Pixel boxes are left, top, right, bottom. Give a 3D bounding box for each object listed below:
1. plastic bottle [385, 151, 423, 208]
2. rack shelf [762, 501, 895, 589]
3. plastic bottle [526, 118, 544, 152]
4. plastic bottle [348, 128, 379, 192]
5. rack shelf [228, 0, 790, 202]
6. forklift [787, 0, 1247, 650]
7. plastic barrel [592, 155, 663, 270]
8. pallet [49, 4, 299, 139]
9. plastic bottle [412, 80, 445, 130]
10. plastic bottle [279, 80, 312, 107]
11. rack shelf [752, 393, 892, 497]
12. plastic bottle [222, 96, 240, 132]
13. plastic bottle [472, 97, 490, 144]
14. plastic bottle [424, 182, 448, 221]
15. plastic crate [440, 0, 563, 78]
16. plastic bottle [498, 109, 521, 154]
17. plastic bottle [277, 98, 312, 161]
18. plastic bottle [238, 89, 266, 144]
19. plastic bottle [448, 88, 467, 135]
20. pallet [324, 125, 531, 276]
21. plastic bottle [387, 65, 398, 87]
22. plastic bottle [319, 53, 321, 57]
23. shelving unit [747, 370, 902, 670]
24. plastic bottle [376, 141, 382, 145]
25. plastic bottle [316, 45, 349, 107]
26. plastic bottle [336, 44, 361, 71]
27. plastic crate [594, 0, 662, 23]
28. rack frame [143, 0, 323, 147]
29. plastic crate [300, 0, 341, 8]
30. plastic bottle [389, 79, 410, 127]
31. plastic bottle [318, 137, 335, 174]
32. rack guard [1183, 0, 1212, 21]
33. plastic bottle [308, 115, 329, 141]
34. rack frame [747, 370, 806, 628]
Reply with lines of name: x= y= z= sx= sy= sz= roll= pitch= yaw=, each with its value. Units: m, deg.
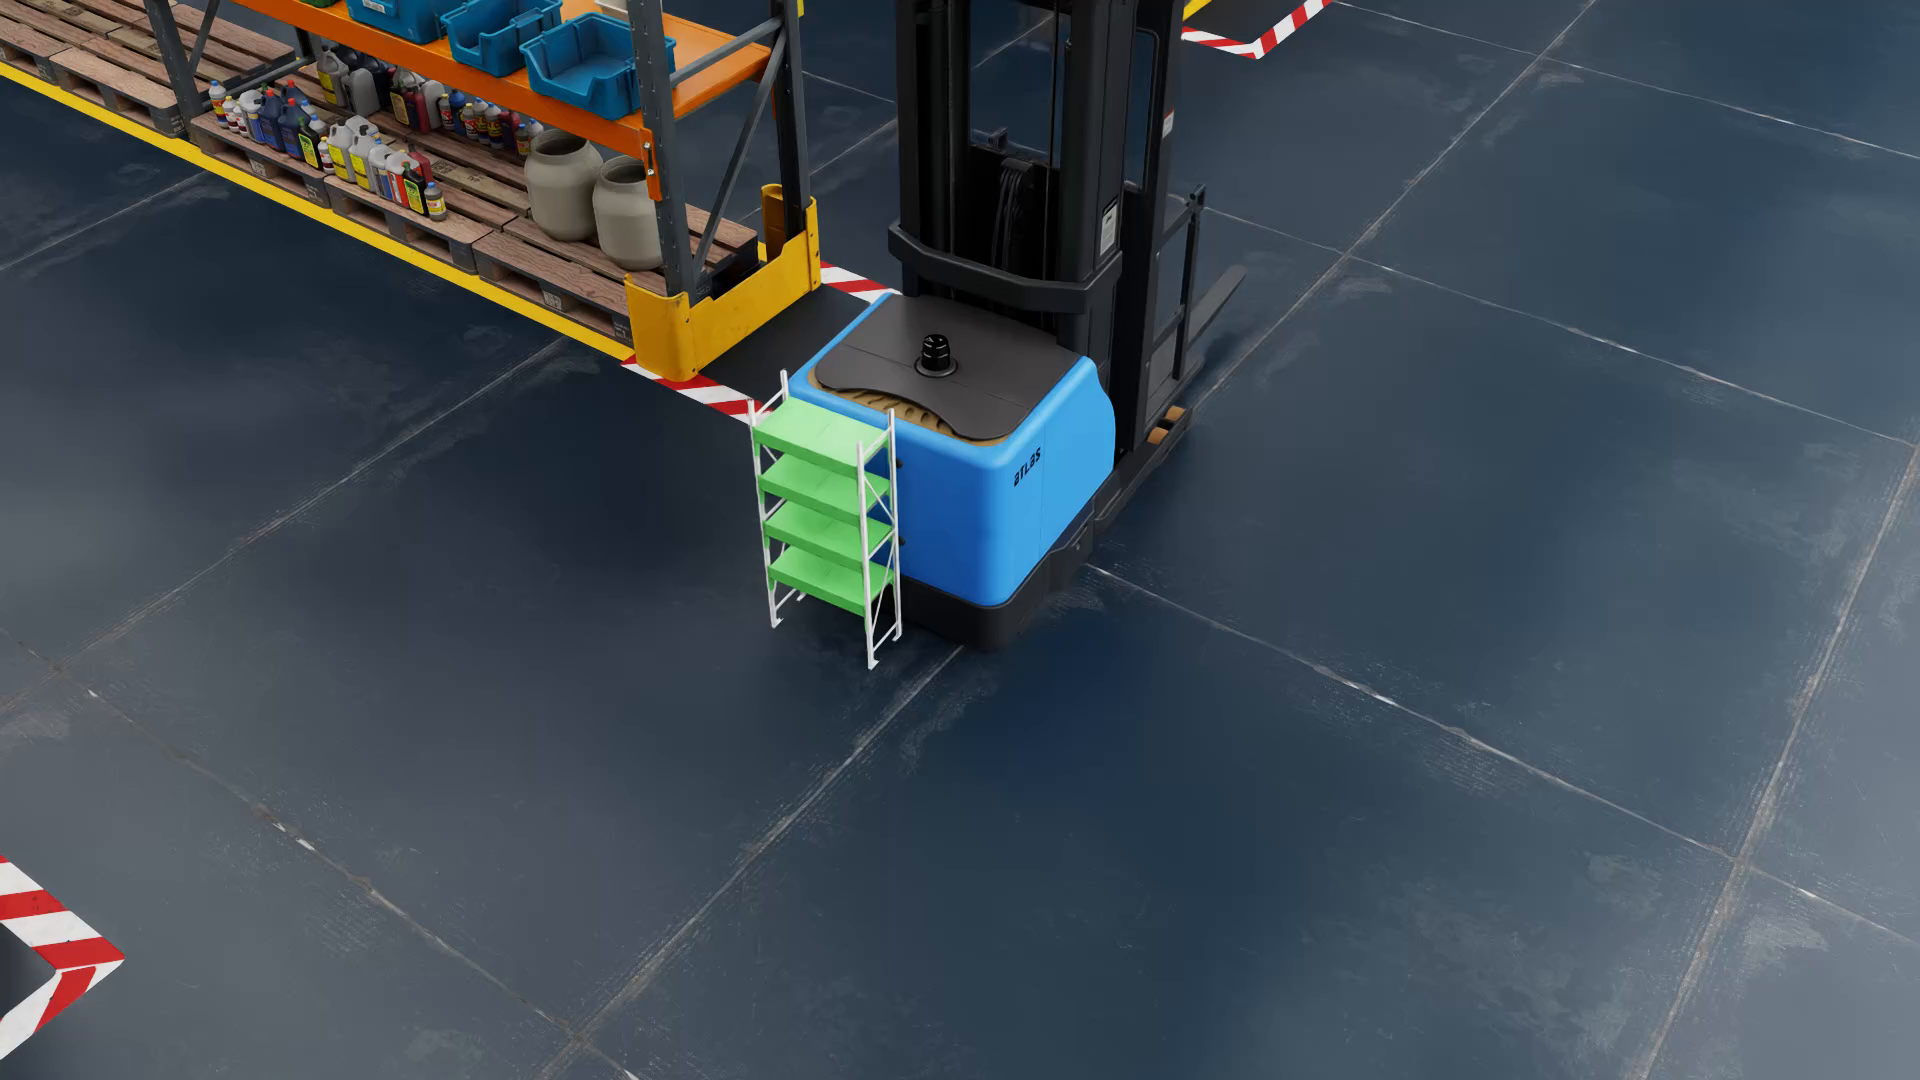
plastic bottle: x=-3.063 y=-1.999 z=9.196 sx=0.135 sy=0.276 sz=0.152 roll=25 pitch=48 yaw=26
rack shelf: x=-0.526 y=-0.013 z=6.708 sx=0.480 sy=0.148 sz=0.258 roll=21 pitch=46 yaw=22
plastic bottle: x=-2.423 y=-2.287 z=9.521 sx=0.097 sy=0.271 sz=0.097 roll=0 pitch=42 yaw=0
plastic bottle: x=-3.315 y=-2.142 z=9.299 sx=0.185 sy=0.351 sz=0.144 roll=27 pitch=48 yaw=27
rack shelf: x=-2.755 y=-2.773 z=8.887 sx=4.000 sy=0.370 sz=1.077 roll=25 pitch=48 yaw=25
forklift: x=0.465 y=-1.604 z=7.093 sx=1.130 sy=2.935 sz=3.031 roll=21 pitch=46 yaw=22
plastic barrel: x=-1.700 y=-1.715 z=8.716 sx=0.421 sy=0.512 sz=0.421 roll=0 pitch=42 yaw=0
pallet: x=-5.057 y=-3.047 z=10.745 sx=1.213 sy=0.211 sz=1.003 roll=25 pitch=48 yaw=25
plastic bottle: x=-3.147 y=-2.605 z=9.873 sx=0.135 sy=0.276 sz=0.152 roll=26 pitch=48 yaw=26
plastic bottle: x=-3.887 y=-2.527 z=9.729 sx=0.185 sy=0.351 sz=0.144 roll=25 pitch=48 yaw=25
rack shelf: x=-0.526 y=-0.369 z=6.387 sx=0.480 sy=0.148 sz=0.258 roll=21 pitch=46 yaw=22
plastic bottle: x=-4.300 y=-2.528 z=9.842 sx=0.097 sy=0.201 sz=0.097 roll=0 pitch=42 yaw=0
plastic bottle: x=-2.785 y=-2.456 z=9.710 sx=0.097 sy=0.271 sz=0.097 roll=0 pitch=42 yaw=0
plastic bottle: x=-2.873 y=-1.860 z=9.096 sx=0.097 sy=0.201 sz=0.097 roll=0 pitch=42 yaw=0
plastic crate: x=-2.227 y=-2.500 z=8.154 sx=0.408 sy=0.251 sz=0.499 roll=25 pitch=48 yaw=25
plastic bottle: x=-2.598 y=-2.388 z=9.625 sx=0.133 sy=0.283 sz=0.061 roll=26 pitch=48 yaw=26
plastic bottle: x=-3.815 y=-2.376 z=9.560 sx=0.185 sy=0.351 sz=0.144 roll=23 pitch=47 yaw=24
plastic bottle: x=-4.103 y=-2.486 z=9.739 sx=0.135 sy=0.276 sz=0.152 roll=27 pitch=48 yaw=27
plastic bottle: x=-2.951 y=-2.534 z=9.797 sx=0.097 sy=0.271 sz=0.097 roll=0 pitch=42 yaw=0
pallet: x=-2.863 y=-2.021 z=9.599 sx=1.213 sy=0.211 sz=1.003 roll=25 pitch=48 yaw=25
plastic bottle: x=-3.385 y=-2.756 z=10.036 sx=0.133 sy=0.283 sz=0.061 roll=28 pitch=49 yaw=28
plastic bottle: x=-3.916 y=-2.959 z=10.324 sx=0.097 sy=0.201 sz=0.097 roll=0 pitch=42 yaw=0
shelving unit: x=-0.526 y=-0.060 z=6.665 sx=0.503 sy=1.200 sz=0.258 roll=21 pitch=46 yaw=22
plastic bottle: x=-3.281 y=-2.169 z=9.441 sx=0.097 sy=0.201 sz=0.097 roll=0 pitch=42 yaw=0
plastic bottle: x=-3.782 y=-2.816 z=10.052 sx=0.185 sy=0.351 sz=0.144 roll=25 pitch=48 yaw=25
plastic bottle: x=-3.699 y=-2.894 z=10.140 sx=0.185 sy=0.351 sz=0.144 roll=24 pitch=47 yaw=24
plastic crate: x=-1.665 y=-2.695 z=8.459 sx=0.250 sy=0.136 sz=0.298 roll=25 pitch=48 yaw=25
rack frame: x=-4.392 y=-3.807 z=9.503 sx=0.127 sy=3.000 sz=1.000 roll=25 pitch=48 yaw=25
plastic crate: x=-3.443 y=-3.054 z=8.821 sx=0.662 sy=0.188 sz=0.450 roll=25 pitch=48 yaw=25
plastic bottle: x=-3.316 y=-2.606 z=9.869 sx=0.133 sy=0.283 sz=0.061 roll=25 pitch=48 yaw=25
plastic bottle: x=-3.597 y=-2.199 z=9.475 sx=0.097 sy=0.201 sz=0.097 roll=0 pitch=42 yaw=0
rack guard: x=1.664 y=-4.077 z=11.680 sx=0.348 sy=0.500 sz=1.175 roll=25 pitch=48 yaw=25
plastic bottle: x=-3.673 y=-2.310 z=9.547 sx=0.097 sy=0.271 sz=0.097 roll=0 pitch=42 yaw=0
rack frame: x=-0.737 y=-0.142 z=6.756 sx=0.015 sy=1.200 sz=0.240 roll=21 pitch=46 yaw=22
